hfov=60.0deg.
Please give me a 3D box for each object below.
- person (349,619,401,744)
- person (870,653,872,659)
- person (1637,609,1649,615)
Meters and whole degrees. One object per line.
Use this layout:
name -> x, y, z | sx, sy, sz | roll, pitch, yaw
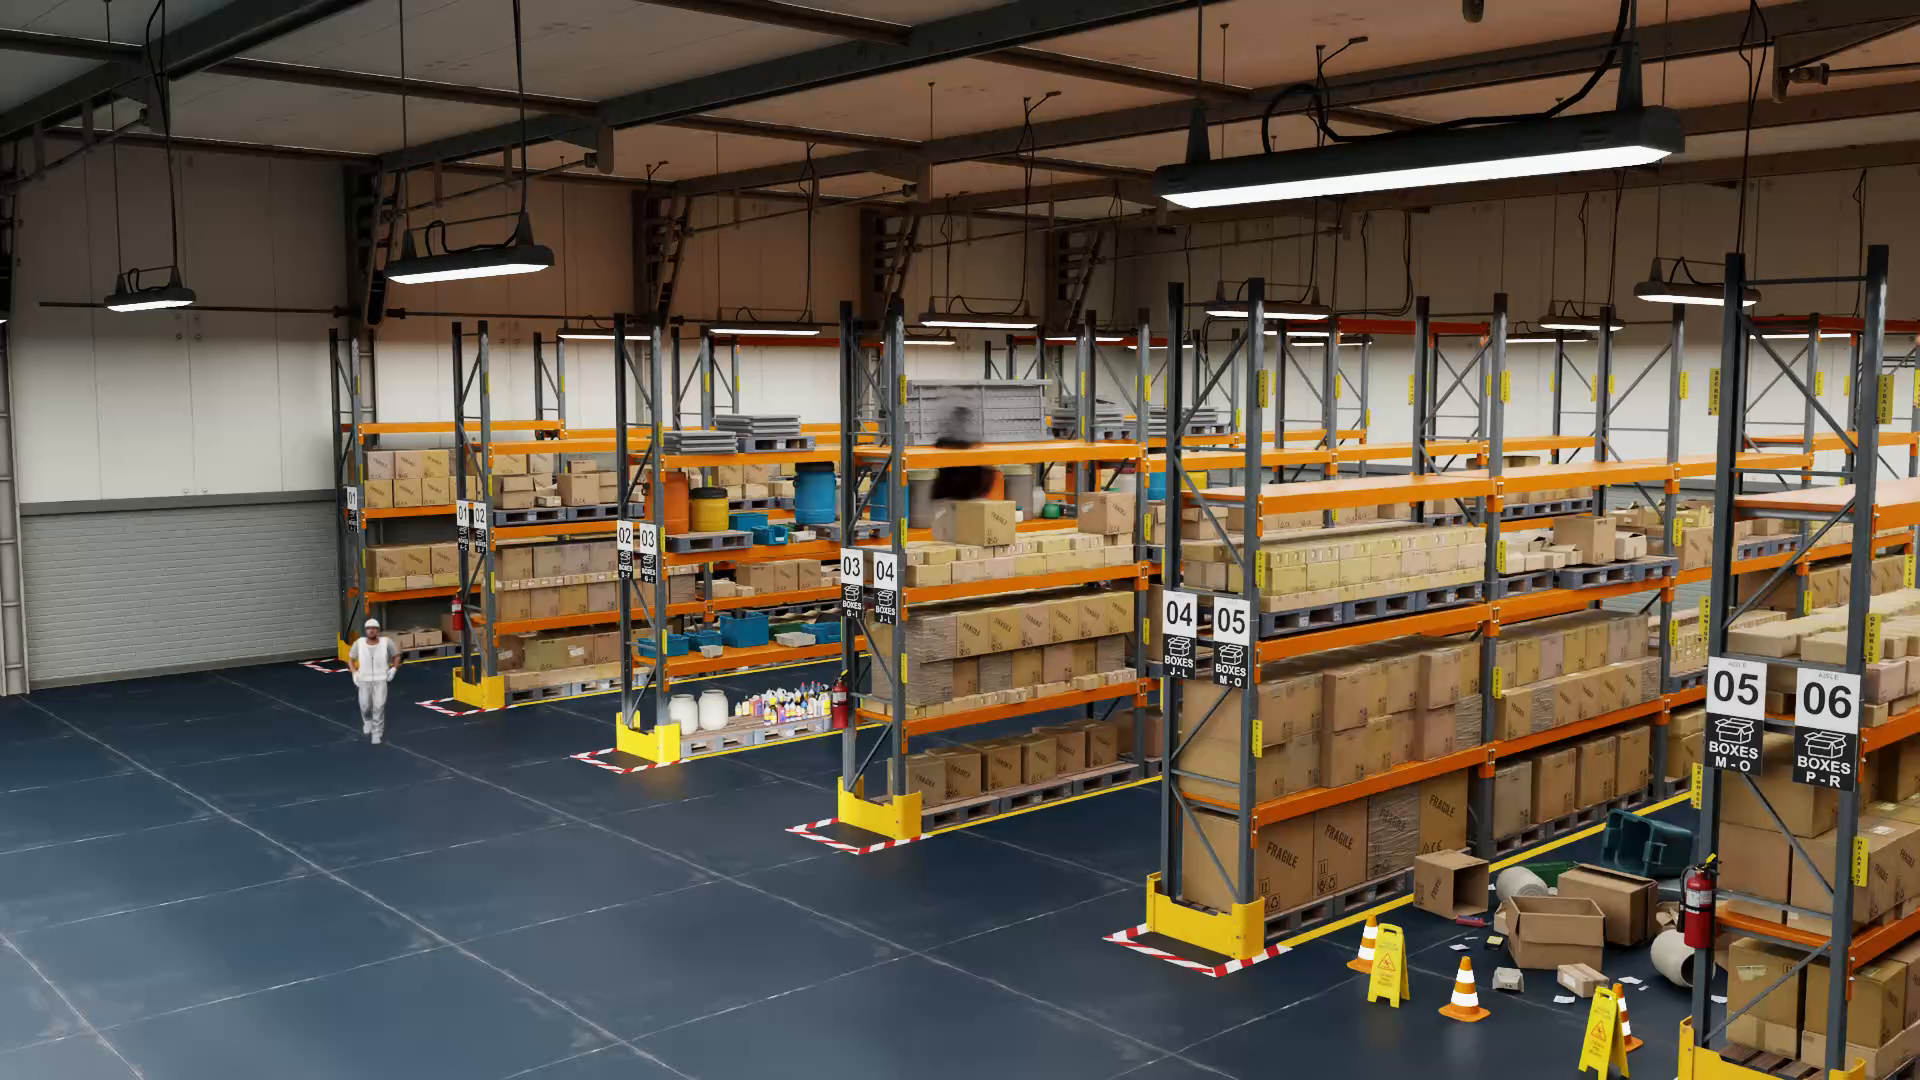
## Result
person -> -8.270, 1.977, 23.525 | 0.703, 1.753, 0.604 | -2, 6, -17
person -> -1.248, 1.631, 27.322 | 0.608, 1.661, 0.591 | -5, 7, -41
person -> 10.078, 1.869, 24.655 | 0.945, 1.700, 0.665 | -5, 8, -44
